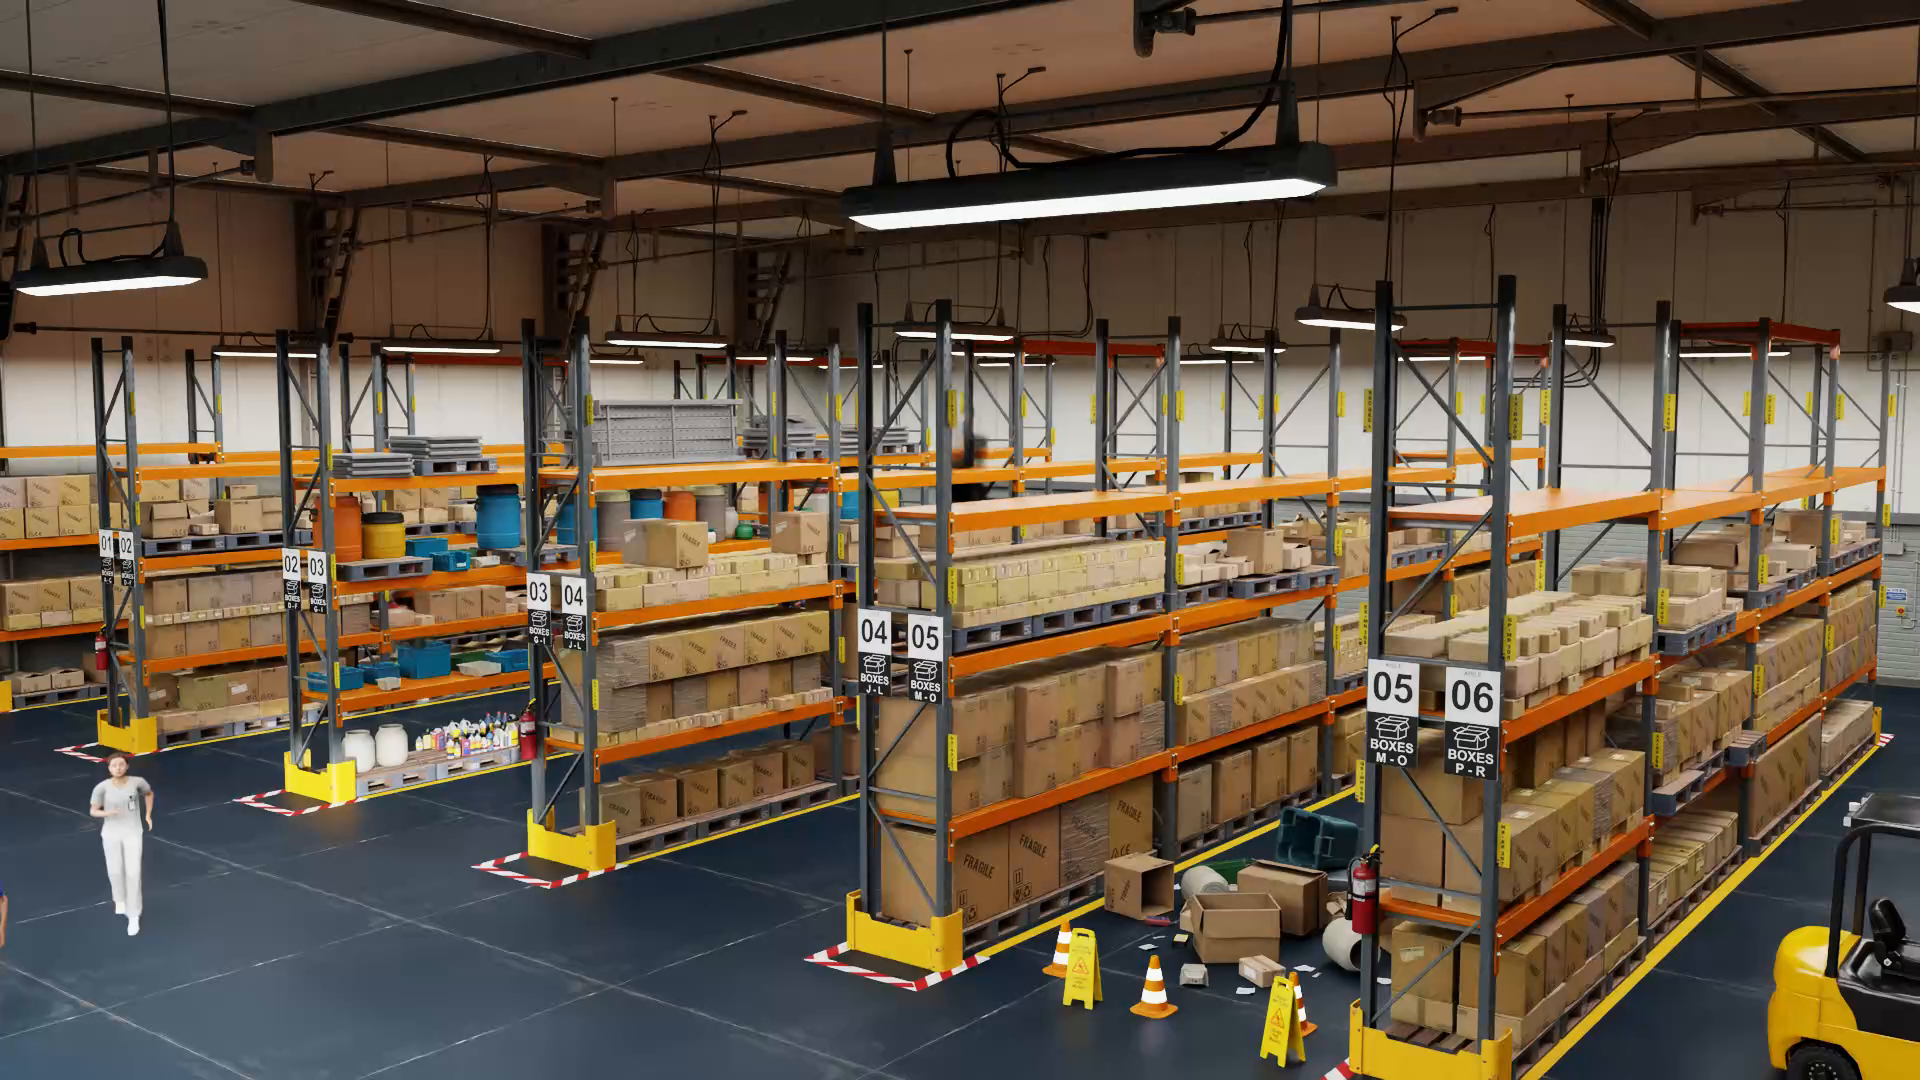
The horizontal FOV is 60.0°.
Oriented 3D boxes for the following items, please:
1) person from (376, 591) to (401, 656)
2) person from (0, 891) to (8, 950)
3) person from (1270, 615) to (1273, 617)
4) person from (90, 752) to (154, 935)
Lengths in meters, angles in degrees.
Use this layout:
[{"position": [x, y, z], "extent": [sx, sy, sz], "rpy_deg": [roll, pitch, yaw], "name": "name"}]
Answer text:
[{"position": [-10.177, 1.775, 29.713], "extent": [0.660, 1.607, 0.626], "rpy_deg": [4, 6, 37], "name": "person"}, {"position": [-7.660, 3.206, 12.789], "extent": [0.604, 1.662, 0.900], "rpy_deg": [-3, 6, -28], "name": "person"}, {"position": [4.892, 2.039, 26.406], "extent": [0.582, 1.726, 0.758], "rpy_deg": [3, 6, 31], "name": "person"}, {"position": [-8.161, 2.910, 16.218], "extent": [0.540, 1.716, 0.826], "rpy_deg": [-2, 5, -23], "name": "person"}]
